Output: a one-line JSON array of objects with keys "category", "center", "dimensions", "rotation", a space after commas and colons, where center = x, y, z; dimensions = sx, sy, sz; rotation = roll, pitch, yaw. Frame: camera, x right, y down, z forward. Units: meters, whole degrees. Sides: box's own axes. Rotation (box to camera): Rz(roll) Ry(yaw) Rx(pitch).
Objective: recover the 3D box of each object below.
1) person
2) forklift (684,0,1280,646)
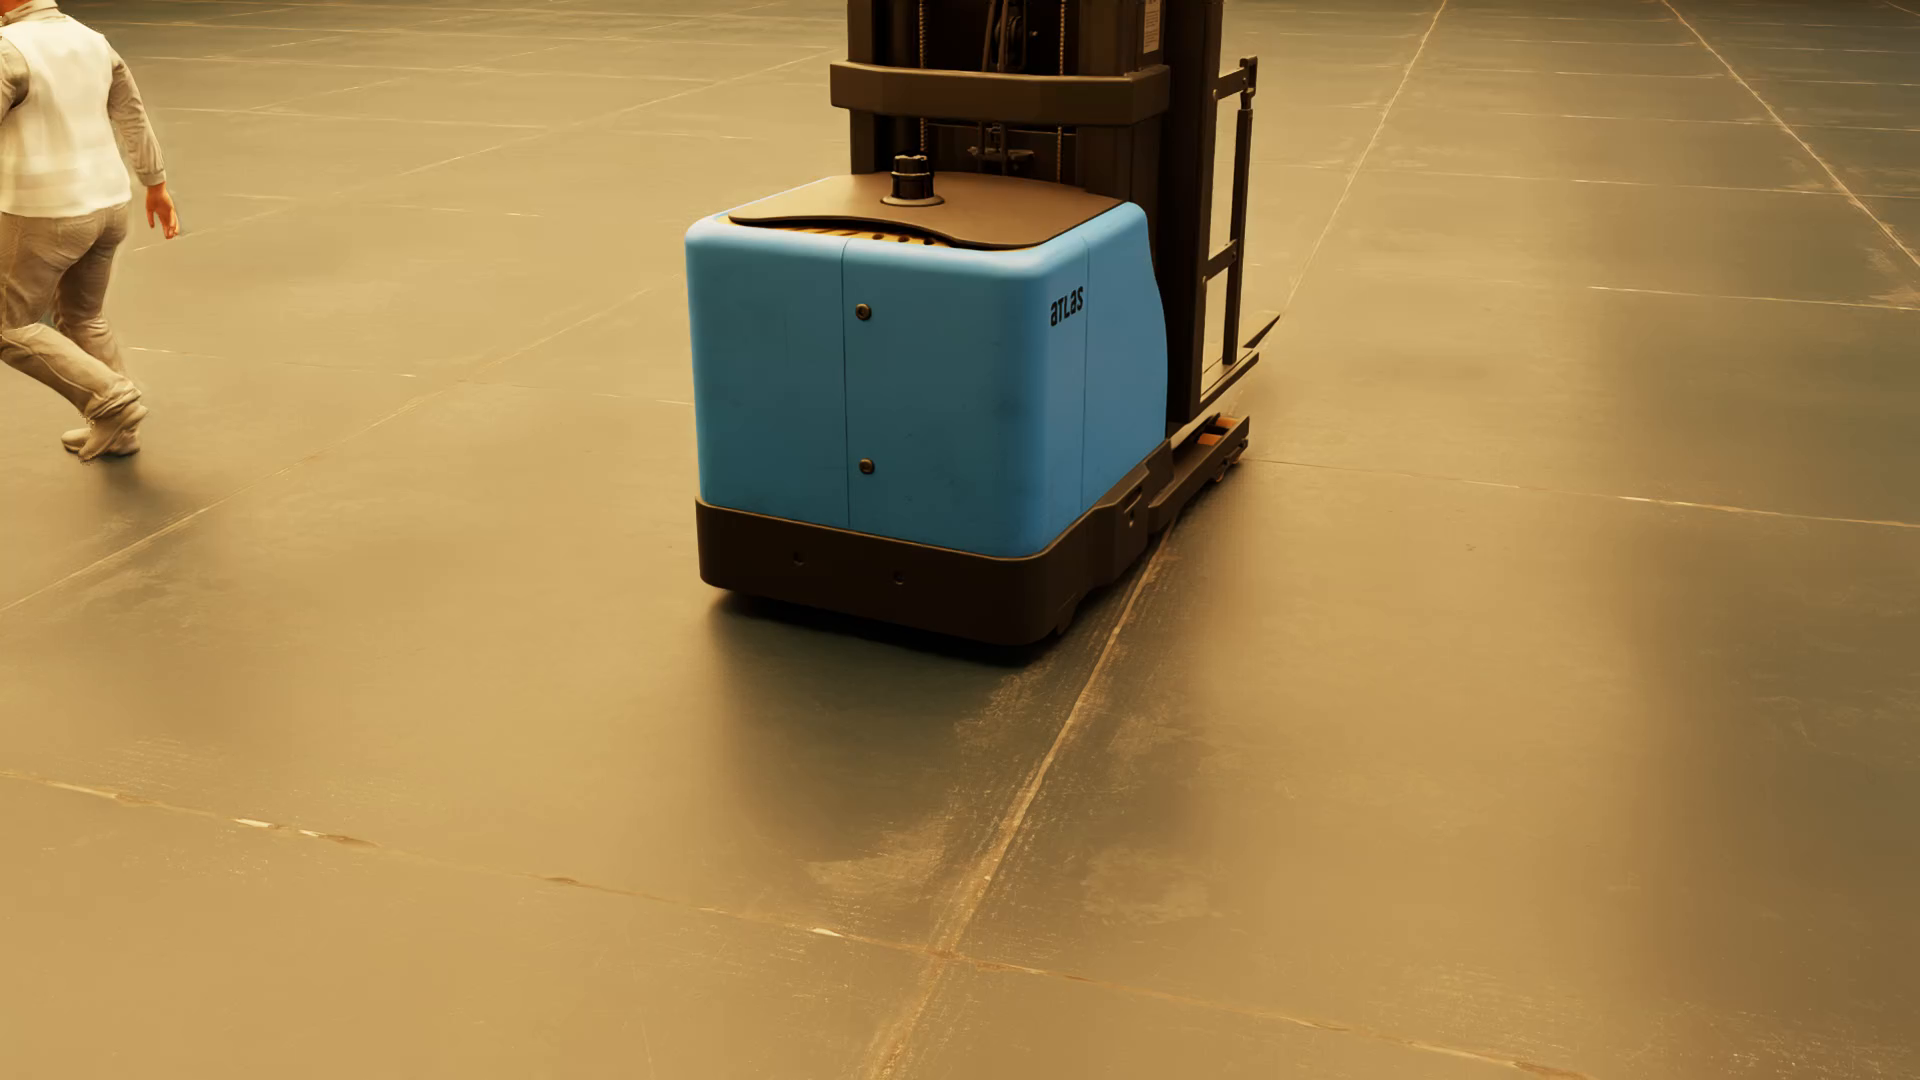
[{"category": "person", "center": [-2.961, -1.097, 5.482], "dimensions": [0.526, 1.754, 0.741], "rotation": [4, 23, 11]}, {"category": "forklift", "center": [0.352, -1.610, 5.180], "dimensions": [1.130, 2.935, 3.031], "rotation": [10, 25, 23]}]
